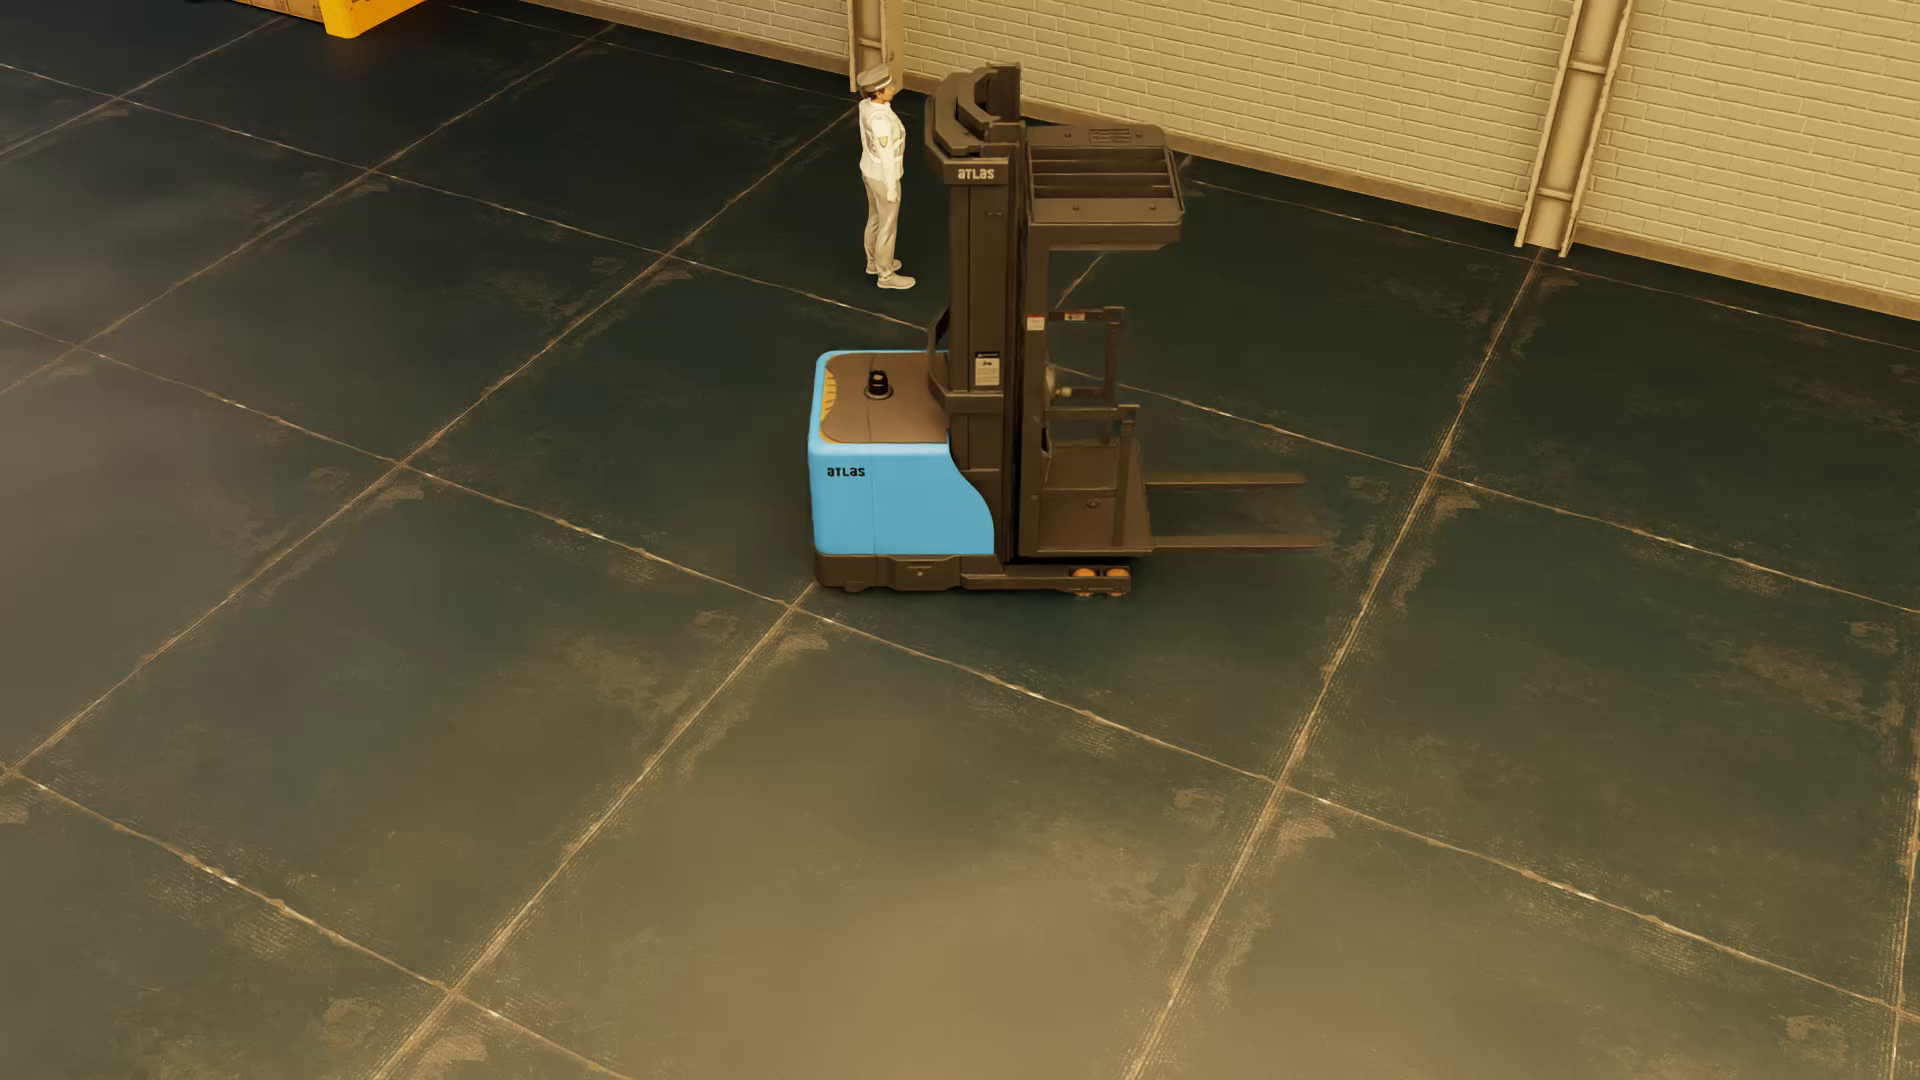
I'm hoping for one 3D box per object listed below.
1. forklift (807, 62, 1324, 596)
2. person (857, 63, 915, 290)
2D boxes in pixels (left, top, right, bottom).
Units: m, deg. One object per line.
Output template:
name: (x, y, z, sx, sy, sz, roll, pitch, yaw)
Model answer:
forklift: (0.646, -1.132, 9.330, 3.031, 2.935, 1.130, 0, 40, 0)
person: (-0.554, -2.648, 12.097, 0.339, 1.692, 0.463, -13, 42, -15)
